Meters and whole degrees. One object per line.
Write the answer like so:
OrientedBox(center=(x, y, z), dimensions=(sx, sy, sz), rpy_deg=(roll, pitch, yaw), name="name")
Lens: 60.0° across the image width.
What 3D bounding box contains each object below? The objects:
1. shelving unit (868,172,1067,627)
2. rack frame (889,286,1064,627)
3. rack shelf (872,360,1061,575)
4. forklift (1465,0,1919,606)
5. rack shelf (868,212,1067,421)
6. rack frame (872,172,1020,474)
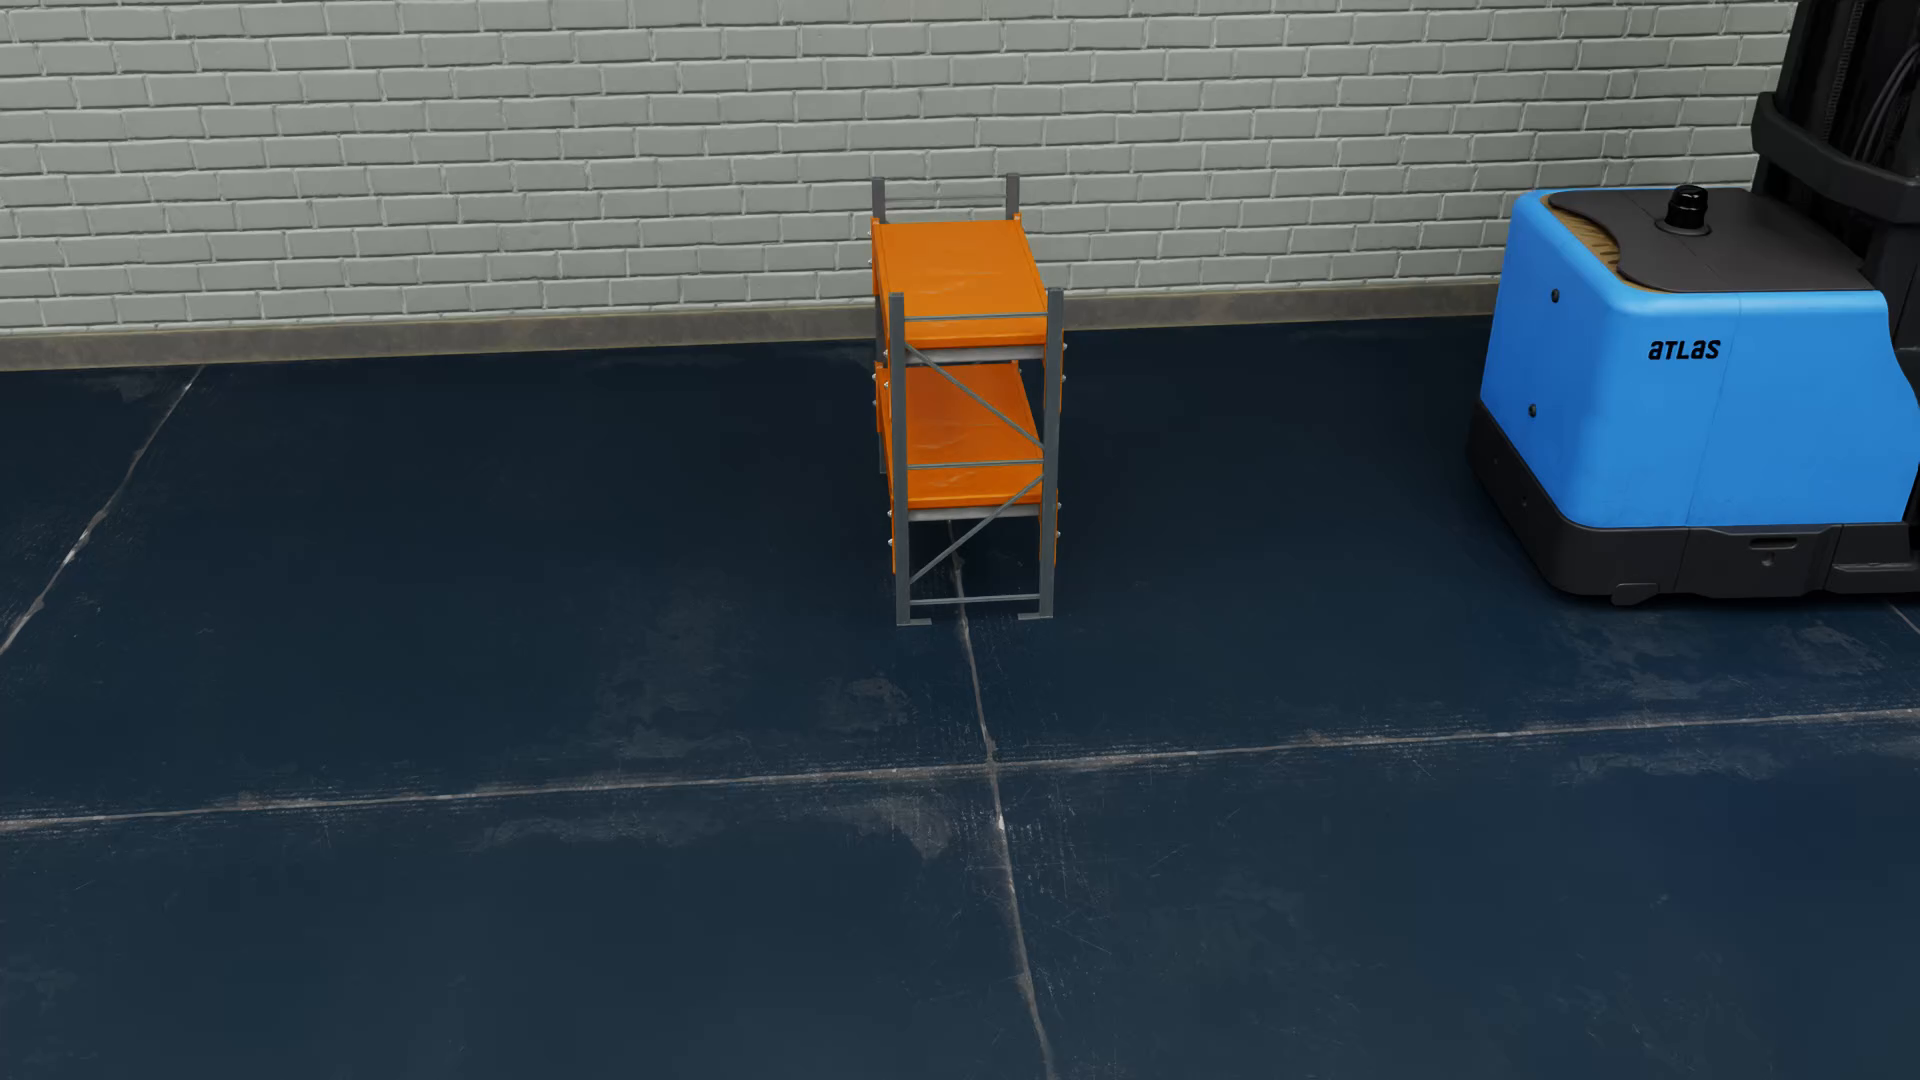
OrientedBox(center=(-0.001, -0.486, 5.467), dimensions=(0.538, 1.125, 1.048), rpy_deg=(-3, 31, -5), name="shelving unit")
OrientedBox(center=(0.047, -0.227, 5.033), dimensions=(0.500, 1.125, 0.032), rpy_deg=(-3, 31, -5), name="rack frame")
OrientedBox(center=(-0.001, -0.276, 5.593), dimensions=(0.538, 0.278, 1.000), rpy_deg=(-3, 31, -5), name="rack shelf")
OrientedBox(center=(3.395, -1.319, 5.100), dimensions=(3.031, 2.935, 1.130), rpy_deg=(-1, 31, -2), name="forklift")
OrientedBox(center=(-0.001, -0.738, 5.317), dimensions=(0.538, 0.278, 1.000), rpy_deg=(-3, 31, -5), name="rack shelf")
OrientedBox(center=(-0.048, -0.746, 5.902), dimensions=(0.500, 1.125, 0.032), rpy_deg=(-3, 31, -5), name="rack frame")
